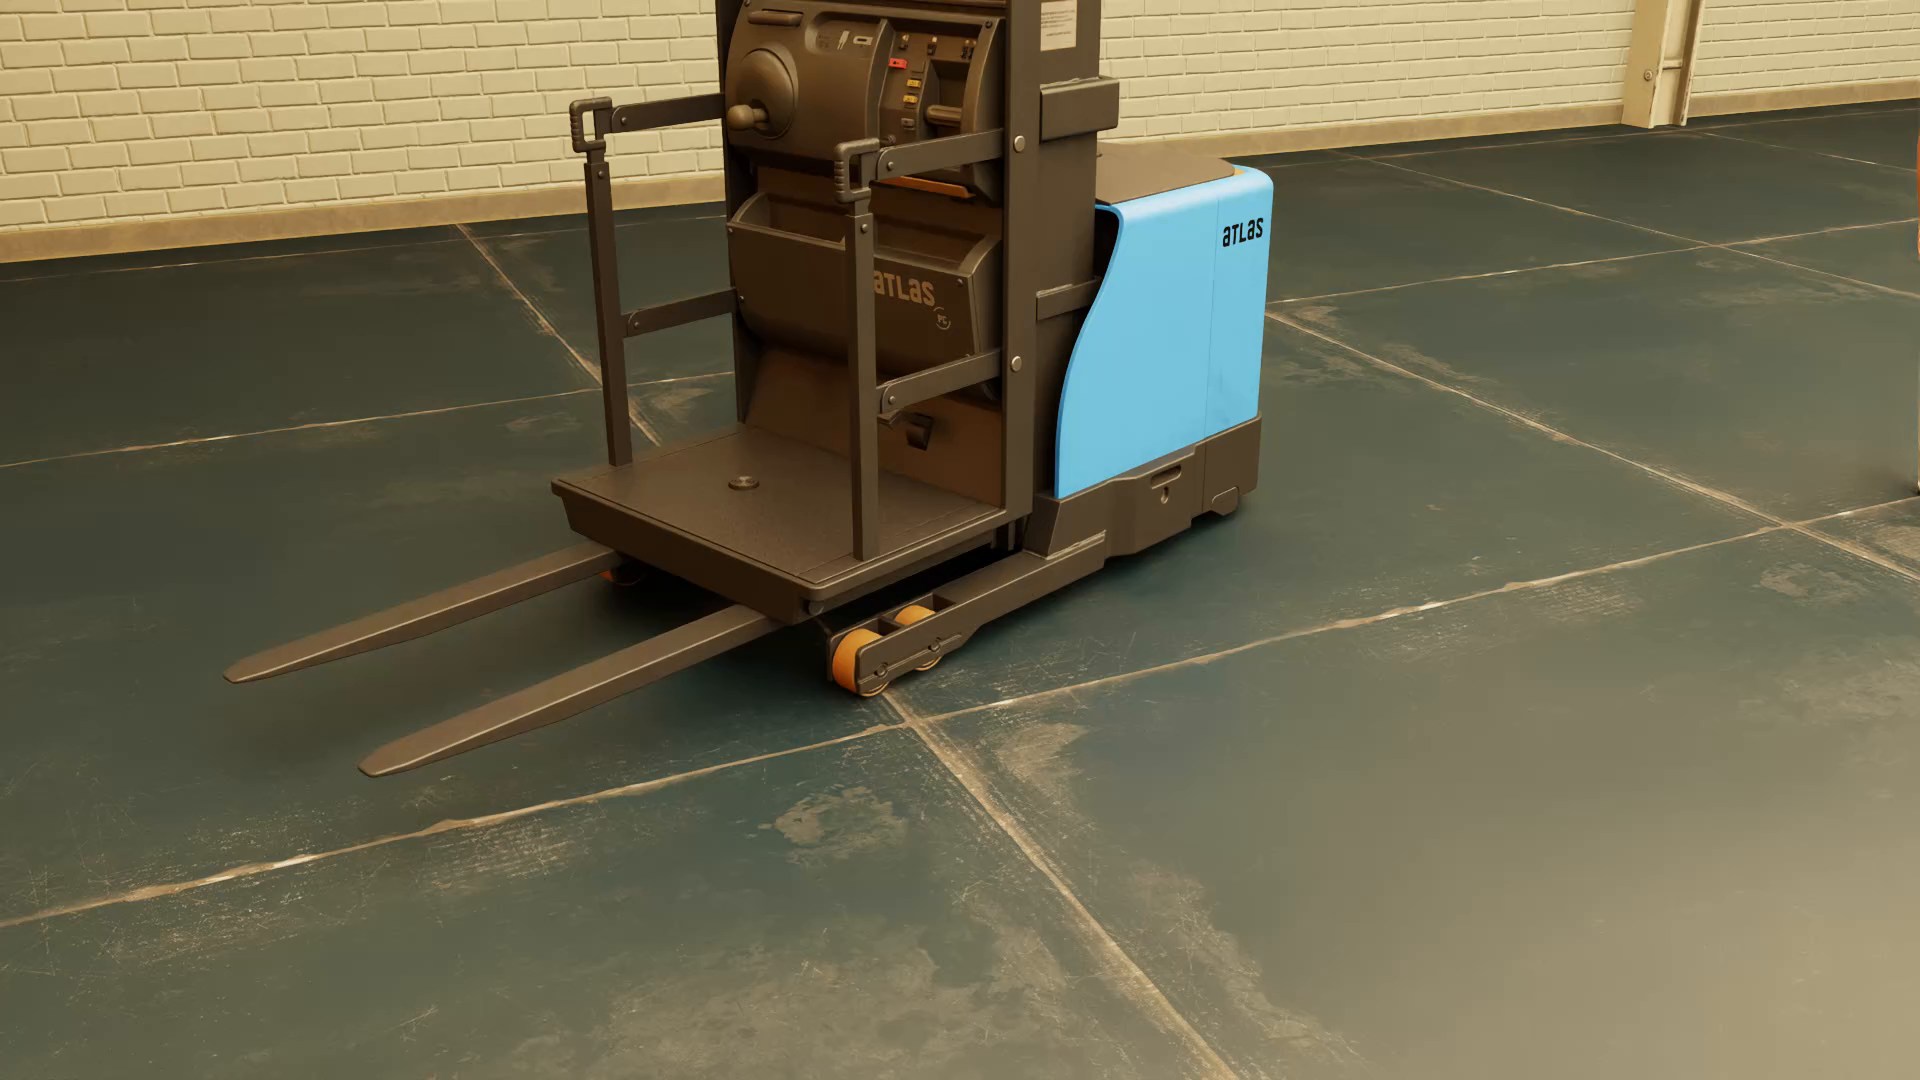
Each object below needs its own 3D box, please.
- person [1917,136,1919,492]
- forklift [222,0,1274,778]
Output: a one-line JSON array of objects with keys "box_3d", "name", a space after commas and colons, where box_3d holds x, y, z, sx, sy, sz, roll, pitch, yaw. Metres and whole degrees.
[{"box_3d": [3.283, -0.970, 5.105, 0.564, 1.785, 0.629, -12, 26, -27], "name": "person"}, {"box_3d": [-0.413, -1.182, 4.131, 1.130, 2.935, 3.031, 19, 29, 39], "name": "forklift"}]
